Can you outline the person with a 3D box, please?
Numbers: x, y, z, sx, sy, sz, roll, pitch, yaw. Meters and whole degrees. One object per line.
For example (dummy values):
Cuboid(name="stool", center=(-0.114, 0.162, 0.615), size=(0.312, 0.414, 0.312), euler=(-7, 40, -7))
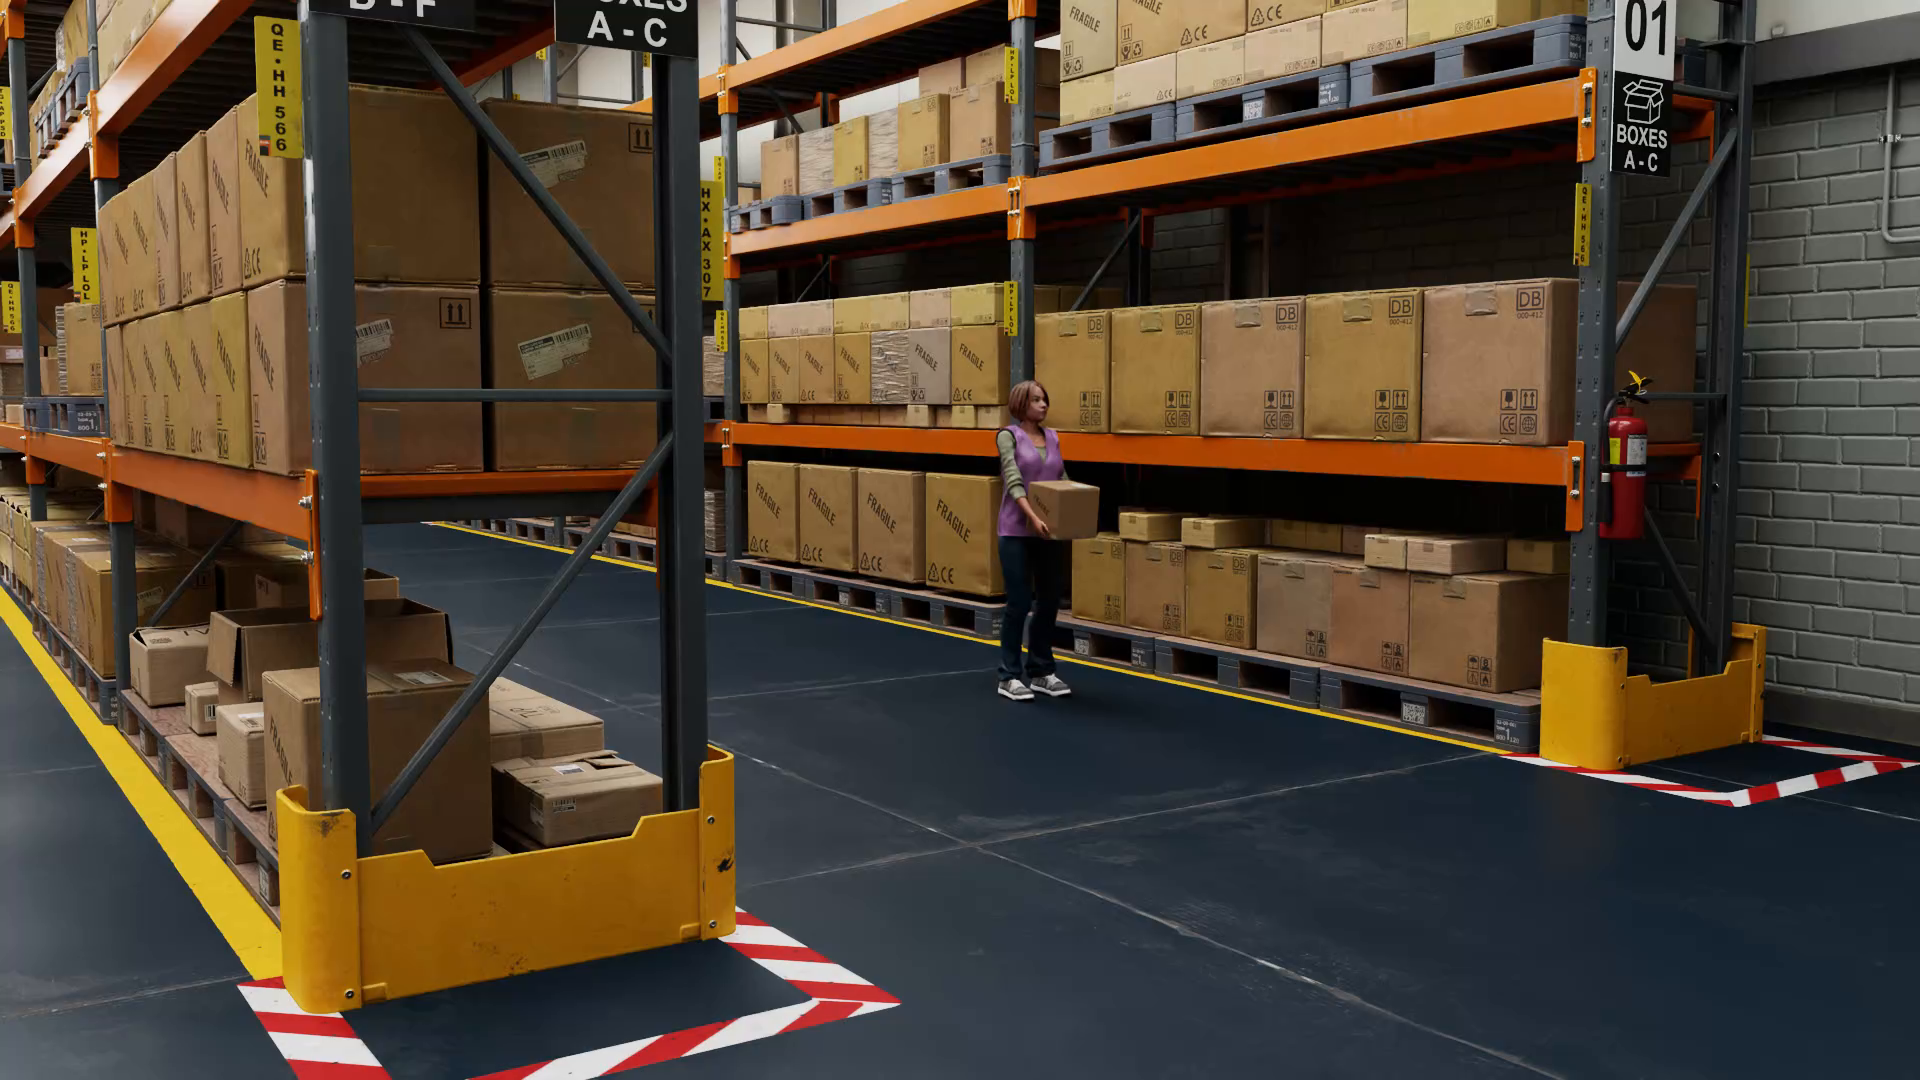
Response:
Cuboid(name="person", center=(0.420, -0.002, 8.281), size=(0.477, 1.600, 0.388), euler=(-3, 6, -34))
